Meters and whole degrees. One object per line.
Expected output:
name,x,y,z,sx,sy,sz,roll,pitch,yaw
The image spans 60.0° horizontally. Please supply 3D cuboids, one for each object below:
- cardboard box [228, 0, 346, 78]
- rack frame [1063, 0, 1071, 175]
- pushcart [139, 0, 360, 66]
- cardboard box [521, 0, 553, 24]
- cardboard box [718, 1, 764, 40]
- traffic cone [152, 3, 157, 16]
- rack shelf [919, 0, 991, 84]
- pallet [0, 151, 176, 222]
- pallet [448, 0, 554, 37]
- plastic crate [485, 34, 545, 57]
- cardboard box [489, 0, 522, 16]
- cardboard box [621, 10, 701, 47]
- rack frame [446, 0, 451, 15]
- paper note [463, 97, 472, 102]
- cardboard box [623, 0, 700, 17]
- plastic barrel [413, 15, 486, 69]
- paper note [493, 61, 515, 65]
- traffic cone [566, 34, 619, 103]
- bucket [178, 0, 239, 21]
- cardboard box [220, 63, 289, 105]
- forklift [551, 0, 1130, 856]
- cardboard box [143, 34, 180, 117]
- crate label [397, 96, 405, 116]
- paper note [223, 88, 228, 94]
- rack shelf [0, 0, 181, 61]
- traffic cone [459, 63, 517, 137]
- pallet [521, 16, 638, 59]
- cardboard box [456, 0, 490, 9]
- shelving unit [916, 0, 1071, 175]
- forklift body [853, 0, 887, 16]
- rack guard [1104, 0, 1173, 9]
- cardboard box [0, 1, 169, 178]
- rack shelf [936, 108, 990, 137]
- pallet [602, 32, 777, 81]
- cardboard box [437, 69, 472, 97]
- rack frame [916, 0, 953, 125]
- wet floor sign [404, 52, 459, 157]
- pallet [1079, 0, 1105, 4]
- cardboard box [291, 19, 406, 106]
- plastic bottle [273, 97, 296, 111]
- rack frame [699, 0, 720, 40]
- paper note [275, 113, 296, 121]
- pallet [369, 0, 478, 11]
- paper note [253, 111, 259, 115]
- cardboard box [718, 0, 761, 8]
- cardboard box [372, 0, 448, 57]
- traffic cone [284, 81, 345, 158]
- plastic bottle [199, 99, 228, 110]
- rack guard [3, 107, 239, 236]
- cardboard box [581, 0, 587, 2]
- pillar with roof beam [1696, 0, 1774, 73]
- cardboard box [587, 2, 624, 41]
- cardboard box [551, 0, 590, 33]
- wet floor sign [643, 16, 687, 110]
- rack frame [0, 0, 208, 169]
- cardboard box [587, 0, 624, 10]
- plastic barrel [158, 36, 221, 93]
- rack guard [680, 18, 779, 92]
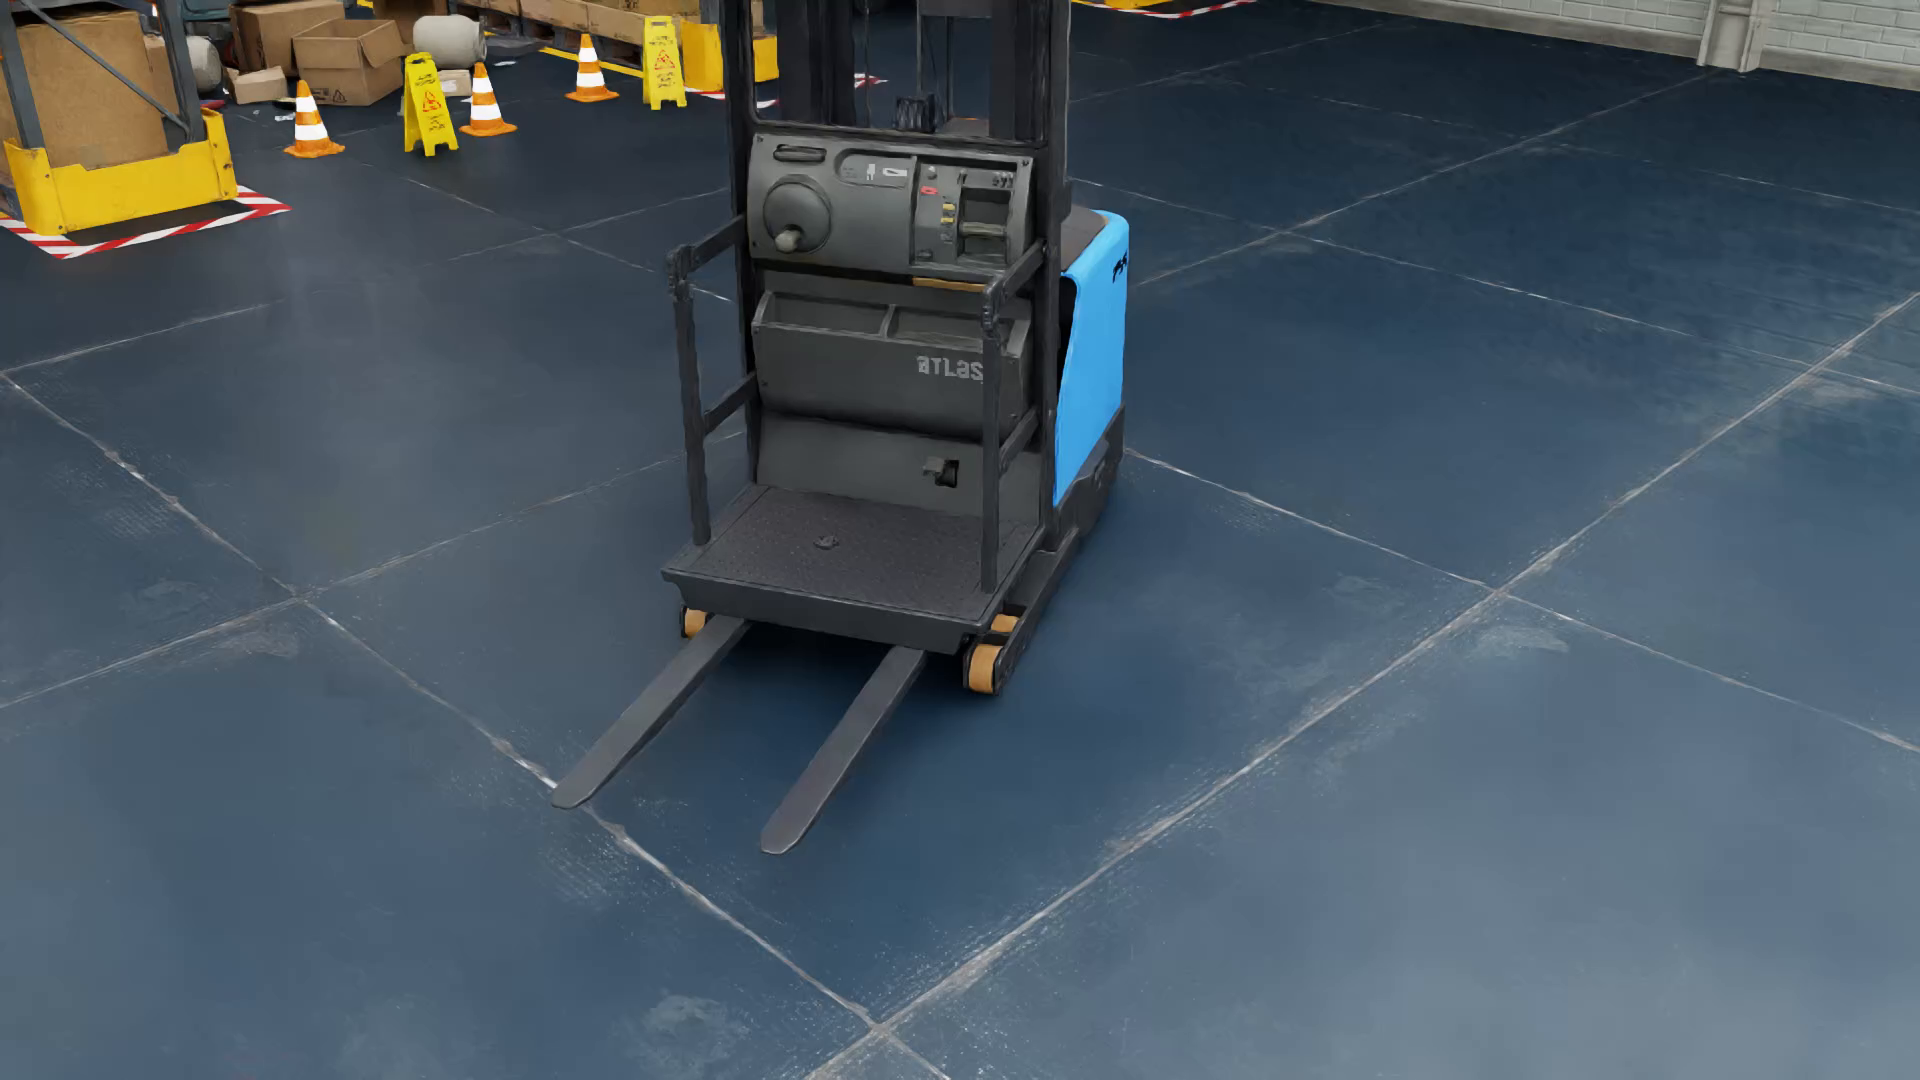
cardboard box,-5.292,-3.989,13.149,0.503,0.637,0.797,25,36,38
rack frame,0.367,-1.406,6.667,0.015,2.100,0.400,8,29,16
pushcart,-6.007,-4.370,14.155,0.936,0.377,1.648,12,30,22
cardboard box,-3.444,-4.648,14.369,0.500,0.250,0.500,24,36,38
cardboard box,-1.974,-4.322,13.750,0.500,0.250,0.500,24,36,38
traffic cone,-7.218,-4.883,15.040,0.334,0.463,0.336,25,36,38
rack shelf,0.135,-2.048,6.413,0.480,0.518,0.431,8,29,16
pallet,-5.616,-2.323,10.442,1.213,0.211,1.003,25,36,38
pallet,-3.941,-4.862,15.269,1.213,0.211,1.003,25,36,38
plastic crate,-3.900,-4.227,14.203,0.583,0.080,0.402,12,30,22
cardboard box,-3.824,-4.820,14.696,0.500,0.250,0.500,-23,35,-36
cardboard box,-2.374,-4.149,13.422,0.500,0.250,0.500,24,36,38
rack frame,-4.444,-6.303,15.015,0.127,3.000,1.000,25,36,38
paper note,-3.662,-3.332,12.554,0.142,0.019,0.148,12,30,22
cardboard box,-2.346,-4.474,13.233,0.500,0.500,0.500,25,37,39
plastic barrel,-4.126,-4.030,13.459,0.512,0.421,0.421,-3,28,-5
paper note,-3.750,-3.931,13.693,0.148,0.019,0.142,12,30,22
traffic cone,-2.803,-3.588,12.576,0.334,0.463,0.336,25,36,38
bucket,-6.129,-4.572,13.607,0.726,0.611,0.620,-13,20,-22
cardboard box,-5.326,-3.468,12.560,0.396,0.266,0.258,-18,33,-31
forklift,-0.294,-1.014,5.029,1.130,2.935,3.031,9,29,16
cardboard box,-6.016,-3.357,12.094,0.500,0.500,0.500,-18,33,-31
crate label,-3.943,-3.200,12.189,0.298,0.136,0.250,7,29,13
paper note,-5.592,-3.474,12.833,0.172,0.023,0.155,-13,30,-22
rack shelf,-6.417,-3.657,10.754,4.000,0.370,1.077,25,36,38
traffic cone,-3.339,-3.108,11.664,0.334,0.463,0.336,25,36,38
pallet,-3.067,-4.464,14.512,1.213,0.211,1.003,25,36,38
cardboard box,-4.213,-4.990,15.021,0.500,0.250,0.500,23,35,36
shelving unit,0.135,-1.440,6.733,0.503,2.100,0.431,8,29,16
forklift body,-0.746,-6.284,15.891,1.214,2.155,2.313,25,36,38
rack guard,1.902,-5.533,16.235,0.348,0.500,1.175,25,36,38
cardboard box,-5.520,-2.767,10.122,0.875,0.875,0.875,25,37,39
rack shelf,0.135,-1.428,6.739,0.480,0.518,0.431,8,29,16
pallet,-2.201,-4.066,13.755,1.213,0.211,1.003,25,36,38
cardboard box,-3.943,-3.494,12.734,0.380,0.149,0.250,-7,29,-14
rack frame,-0.098,-1.474,6.798,0.015,2.100,0.400,8,29,16
wet floor sign,-3.582,-2.928,11.126,0.232,0.644,0.267,18,33,30
pallet,1.310,-5.648,16.765,1.213,0.211,1.003,25,36,38
cardboard box,-4.620,-3.626,12.606,0.637,0.503,0.797,2,28,4
plastic bottle,-4.993,-3.238,12.343,0.283,0.061,0.133,12,30,22
rack frame,-1.592,-4.998,12.533,0.127,3.000,1.000,25,36,38
paper note,-4.889,-3.069,12.056,0.144,0.017,0.142,-13,30,-22
pallet,-5.001,-5.323,16.146,1.213,0.211,1.003,25,36,38
paper note,-5.168,-3.138,12.207,0.032,0.001,0.123,-7,29,-14
cardboard box,-1.991,-4.662,13.590,0.500,0.500,0.500,23,36,37
cardboard box,-4.634,-4.397,14.072,0.500,0.500,0.500,-3,28,-5
traffic cone,-4.374,-2.844,11.162,0.334,0.463,0.336,25,36,38
plastic bottle,-5.561,-3.212,12.293,0.133,0.061,0.283,12,30,22
rack guard,-4.973,-2.208,9.913,0.348,0.500,1.175,25,36,38
cardboard box,-3.076,-4.810,13.872,0.500,0.500,0.500,24,36,37
pillar with roof beam,3.281,-6.442,8.832,0.400,9.000,9.100,25,36,38
cardboard box,-2.721,-4.313,13.733,0.500,0.250,0.500,25,37,39
cardboard box,-3.098,-4.482,14.054,0.500,0.250,0.500,23,35,37
wet floor sign,-2.207,-3.539,12.287,0.267,0.644,0.232,-13,30,-22
rack frame,-4.991,-3.323,9.346,0.127,3.000,1.000,25,36,38
cardboard box,-2.721,-4.643,13.555,0.500,0.500,0.500,-24,36,-37
plastic barrel,-5.958,-3.626,12.692,0.512,0.421,0.421,-3,28,-5
rack guard,-1.646,-3.917,13.162,0.348,0.500,1.175,25,36,38
